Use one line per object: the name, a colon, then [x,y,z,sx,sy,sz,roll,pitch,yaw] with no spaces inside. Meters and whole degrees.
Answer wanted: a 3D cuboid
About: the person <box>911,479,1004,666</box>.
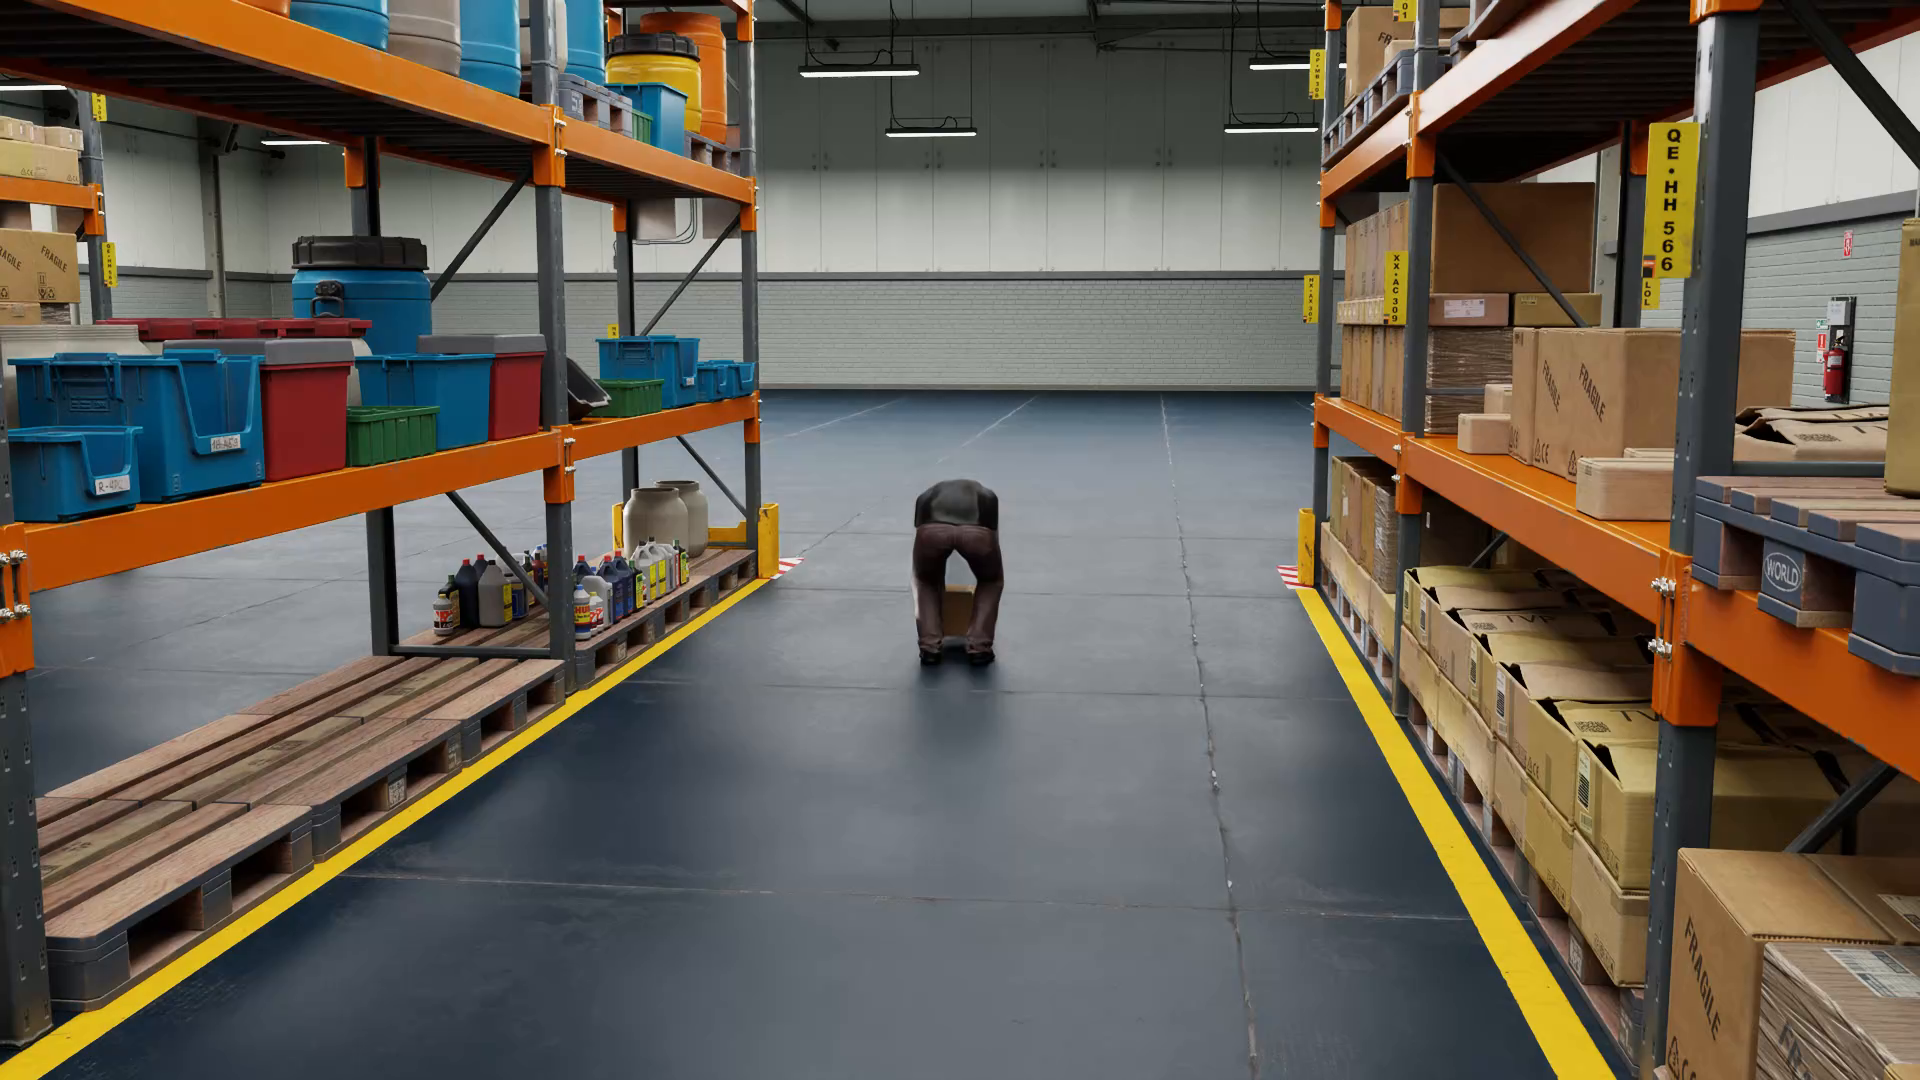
person: [-0.012,0.143,9.104,0.508,0.987,0.945,0,8,3]
